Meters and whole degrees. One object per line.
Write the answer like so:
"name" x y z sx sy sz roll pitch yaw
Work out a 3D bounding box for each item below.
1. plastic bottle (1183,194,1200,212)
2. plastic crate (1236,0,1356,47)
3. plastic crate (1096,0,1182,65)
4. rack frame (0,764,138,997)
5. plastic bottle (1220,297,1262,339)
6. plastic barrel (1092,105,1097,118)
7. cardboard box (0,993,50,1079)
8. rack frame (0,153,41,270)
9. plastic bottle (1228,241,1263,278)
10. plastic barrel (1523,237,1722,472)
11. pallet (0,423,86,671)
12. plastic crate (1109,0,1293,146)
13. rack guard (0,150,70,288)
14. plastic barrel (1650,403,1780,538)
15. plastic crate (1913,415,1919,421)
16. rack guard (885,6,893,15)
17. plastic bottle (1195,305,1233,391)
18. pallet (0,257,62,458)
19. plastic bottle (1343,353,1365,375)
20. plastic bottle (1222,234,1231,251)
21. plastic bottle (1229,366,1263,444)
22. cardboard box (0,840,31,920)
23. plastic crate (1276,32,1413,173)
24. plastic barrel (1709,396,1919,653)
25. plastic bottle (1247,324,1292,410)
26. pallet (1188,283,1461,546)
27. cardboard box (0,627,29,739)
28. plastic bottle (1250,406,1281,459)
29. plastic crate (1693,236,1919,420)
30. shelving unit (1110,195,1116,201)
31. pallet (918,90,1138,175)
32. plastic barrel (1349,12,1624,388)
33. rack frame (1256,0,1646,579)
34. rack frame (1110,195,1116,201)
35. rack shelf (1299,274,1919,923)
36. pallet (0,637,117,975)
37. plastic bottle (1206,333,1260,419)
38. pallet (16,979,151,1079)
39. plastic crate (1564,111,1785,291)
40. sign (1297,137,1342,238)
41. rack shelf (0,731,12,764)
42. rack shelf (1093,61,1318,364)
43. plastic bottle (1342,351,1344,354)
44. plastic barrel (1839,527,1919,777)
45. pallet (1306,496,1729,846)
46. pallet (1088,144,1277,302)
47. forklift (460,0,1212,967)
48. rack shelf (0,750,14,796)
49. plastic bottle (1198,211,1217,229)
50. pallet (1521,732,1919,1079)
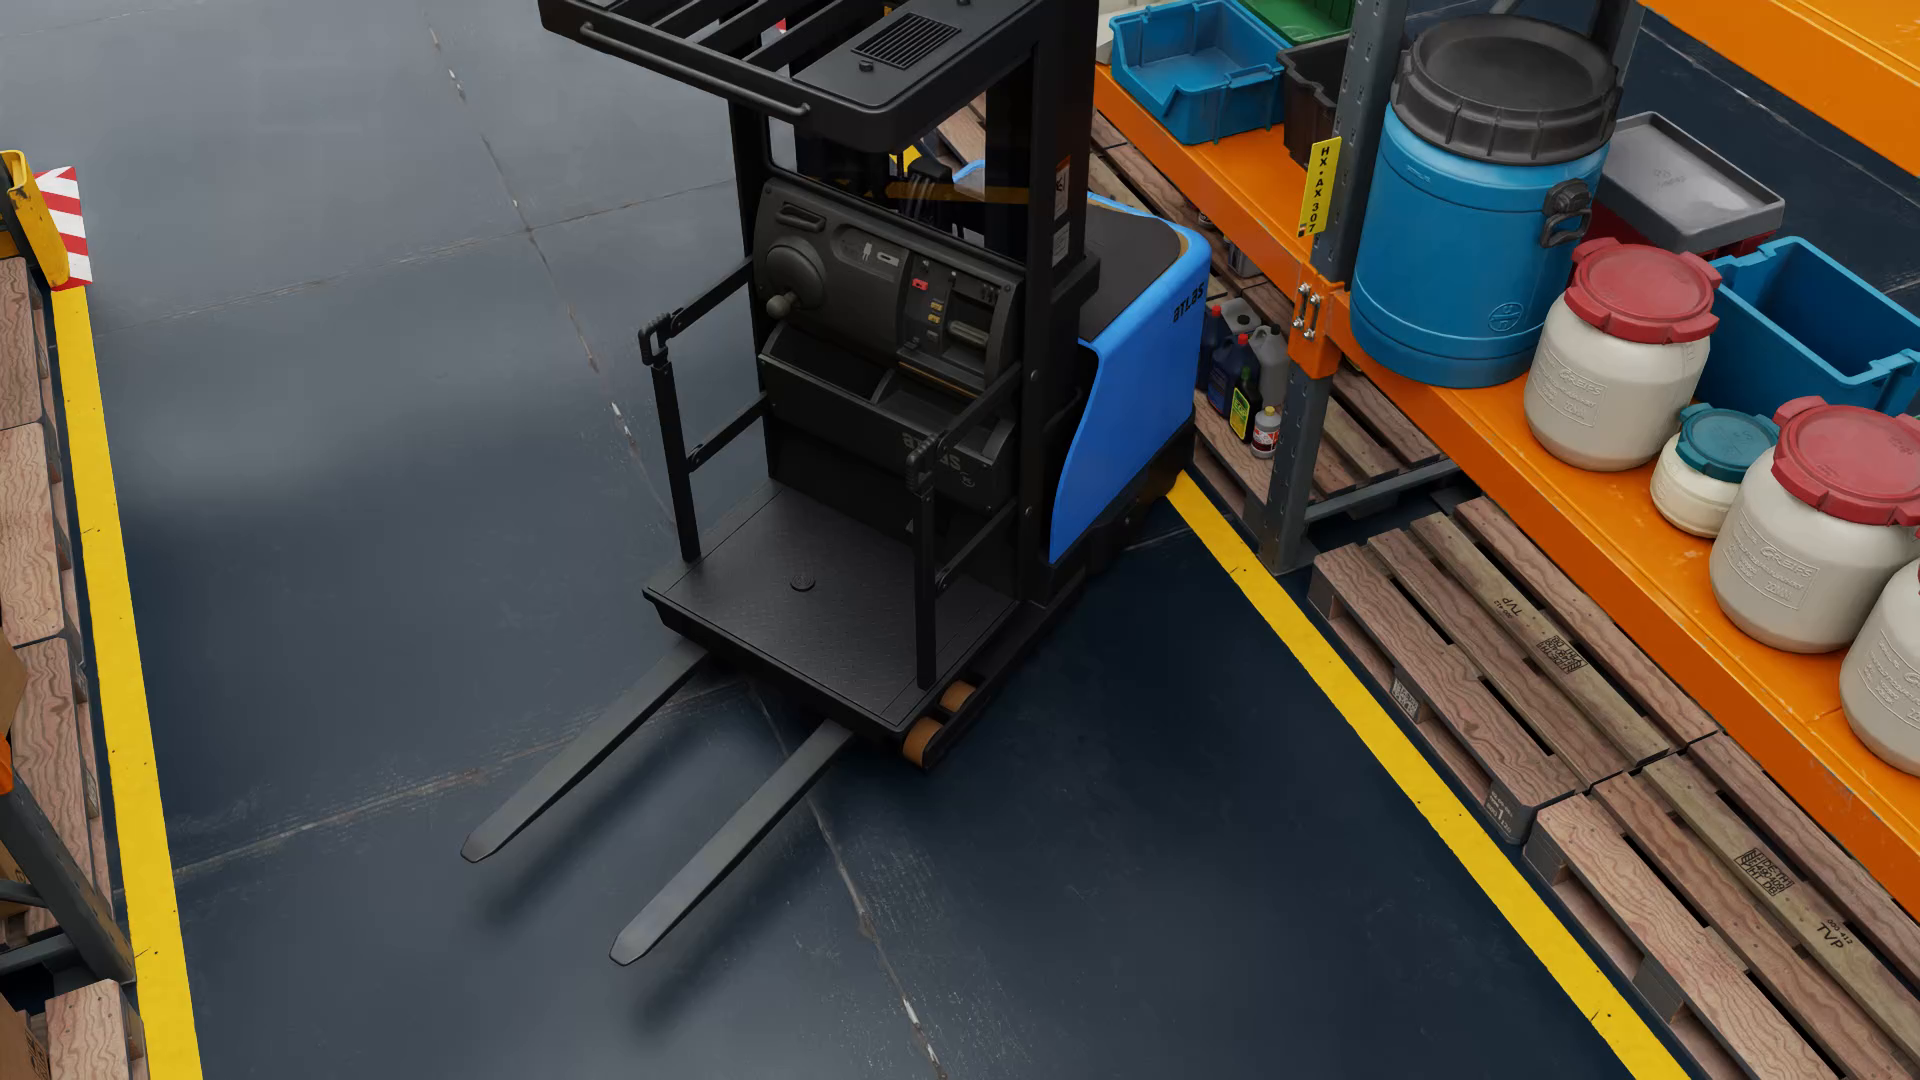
"plastic bottle" 1.053 -1.609 7.366 0.061 0.283 0.133 -18 47 -17
"plastic crate" 1.265 -1.985 6.276 0.450 0.188 0.662 -18 47 -17
"plastic crate" 0.667 -1.978 6.306 0.530 0.136 0.437 -18 47 -17
"rack frame" -2.914 0.351 3.758 1.000 3.000 0.127 -18 47 -17
"plastic bottle" 1.091 -0.806 6.557 0.152 0.276 0.135 -18 47 -17
"plastic barrel" 0.455 -2.208 7.825 0.421 0.512 0.421 0 45 0
"cardboard box" -2.675 1.482 4.079 0.700 0.500 0.500 -22 49 -20
"rack frame" -4.596 -2.198 6.342 1.000 3.000 0.127 -18 47 -17
"plastic bottle" 1.235 -1.267 7.024 0.152 0.276 0.135 -18 47 -17
"plastic barrel" 1.783 -0.485 4.510 0.433 0.535 0.433 0 45 0
"pallet" -3.745 0.148 5.950 1.003 0.211 1.213 -18 47 -17
"plastic crate" 0.868 -1.684 5.927 0.499 0.251 0.616 -18 47 -17
"rack guard" -4.564 -1.260 7.171 1.175 0.500 0.348 -18 47 -17
"plastic barrel" 1.997 -0.174 4.389 0.301 0.262 0.301 0 45 0
"plastic crate" 2.568 -0.010 4.275 0.450 0.188 0.662 -18 47 -17
"rack guard" -0.027 -2.736 8.667 1.175 0.500 0.348 -18 47 -17
"plastic bottle" 0.967 -0.773 6.470 0.144 0.351 0.185 -20 48 -19
"pallet" -4.254 -0.629 6.737 1.003 0.211 1.213 -18 47 -17
"plastic bottle" 1.587 -0.800 6.546 0.061 0.283 0.133 -18 47 -17
"plastic bottle" 1.190 -1.355 7.167 0.097 0.201 0.097 0 45 0
"plastic bottle" 1.078 -0.510 6.252 0.061 0.283 0.133 -16 47 -15
"cardboard box" -3.046 0.825 4.759 0.500 0.500 0.500 -19 48 -19
"plastic crate" 1.475 -1.461 5.639 0.767 0.338 0.504 -18 47 -17
"plastic barrel" 2.092 -0.018 4.036 0.433 0.535 0.433 0 45 0
"plastic bottle" 1.178 -0.693 6.390 0.144 0.351 0.185 -18 47 -17
"pallet" 1.335 -0.559 6.667 1.003 0.211 1.213 -18 47 -17
"cardboard box" -3.293 0.462 5.127 0.500 0.500 0.500 -5 45 -5
"plastic bottle" 1.145 -0.411 6.210 0.097 0.201 0.097 0 45 0
"plastic crate" 2.326 -0.495 4.627 0.392 0.384 0.575 -18 47 -17
"shelving unit" 0.430 -0.968 6.590 0.258 0.900 0.210 26 50 24
"pallet" 0.309 -2.114 8.242 1.003 0.211 1.213 -18 47 -17
"plastic barrel" 1.468 -0.954 4.725 0.600 0.901 0.708 -18 47 -17
"rack frame" 1.580 -1.112 5.241 1.000 3.000 0.127 -18 47 -17
"rack frame" 0.488 -1.026 6.649 0.240 0.900 0.006 26 50 24
"rack shelf" 2.421 0.419 4.202 1.077 0.370 4.000 -18 47 -17
"pallet" -3.228 0.926 5.161 1.003 0.211 1.213 -18 47 -17
"plastic bottle" 1.048 -0.651 6.346 0.144 0.351 0.185 -19 48 -18
"pallet" -2.585 1.839 4.235 1.003 0.211 1.213 -18 47 -17
"plastic crate" 2.061 -0.916 4.997 0.402 0.464 0.583 -18 47 -17
"sign" 1.076 -1.055 4.986 0.100 0.325 0.005 -18 47 -17
"rack shelf" -3.755 -0.667 5.303 1.077 0.370 4.000 -18 47 -17
"rack shelf" 0.739 -2.130 6.785 1.077 0.370 4.000 -18 47 -17
"plastic bottle" 1.486 -0.920 6.619 0.144 0.351 0.185 -18 47 -17
"plastic barrel" 2.274 0.258 3.756 0.433 0.535 0.433 0 45 0
"pallet" 1.945 0.370 5.725 1.003 0.211 1.213 -18 47 -17
"pallet" 0.819 -1.338 7.456 1.003 0.211 1.213 -18 47 -17
"forklift" -0.359 -0.682 4.855 1.130 2.935 3.031 26 50 24
"rack shelf" -2.073 1.882 2.719 1.077 0.370 4.000 -18 47 -17
"plastic bottle" 1.102 -1.474 7.288 0.097 0.201 0.097 0 45 0
"pallet" 2.462 1.149 4.936 1.003 0.211 1.213 -18 47 -17
